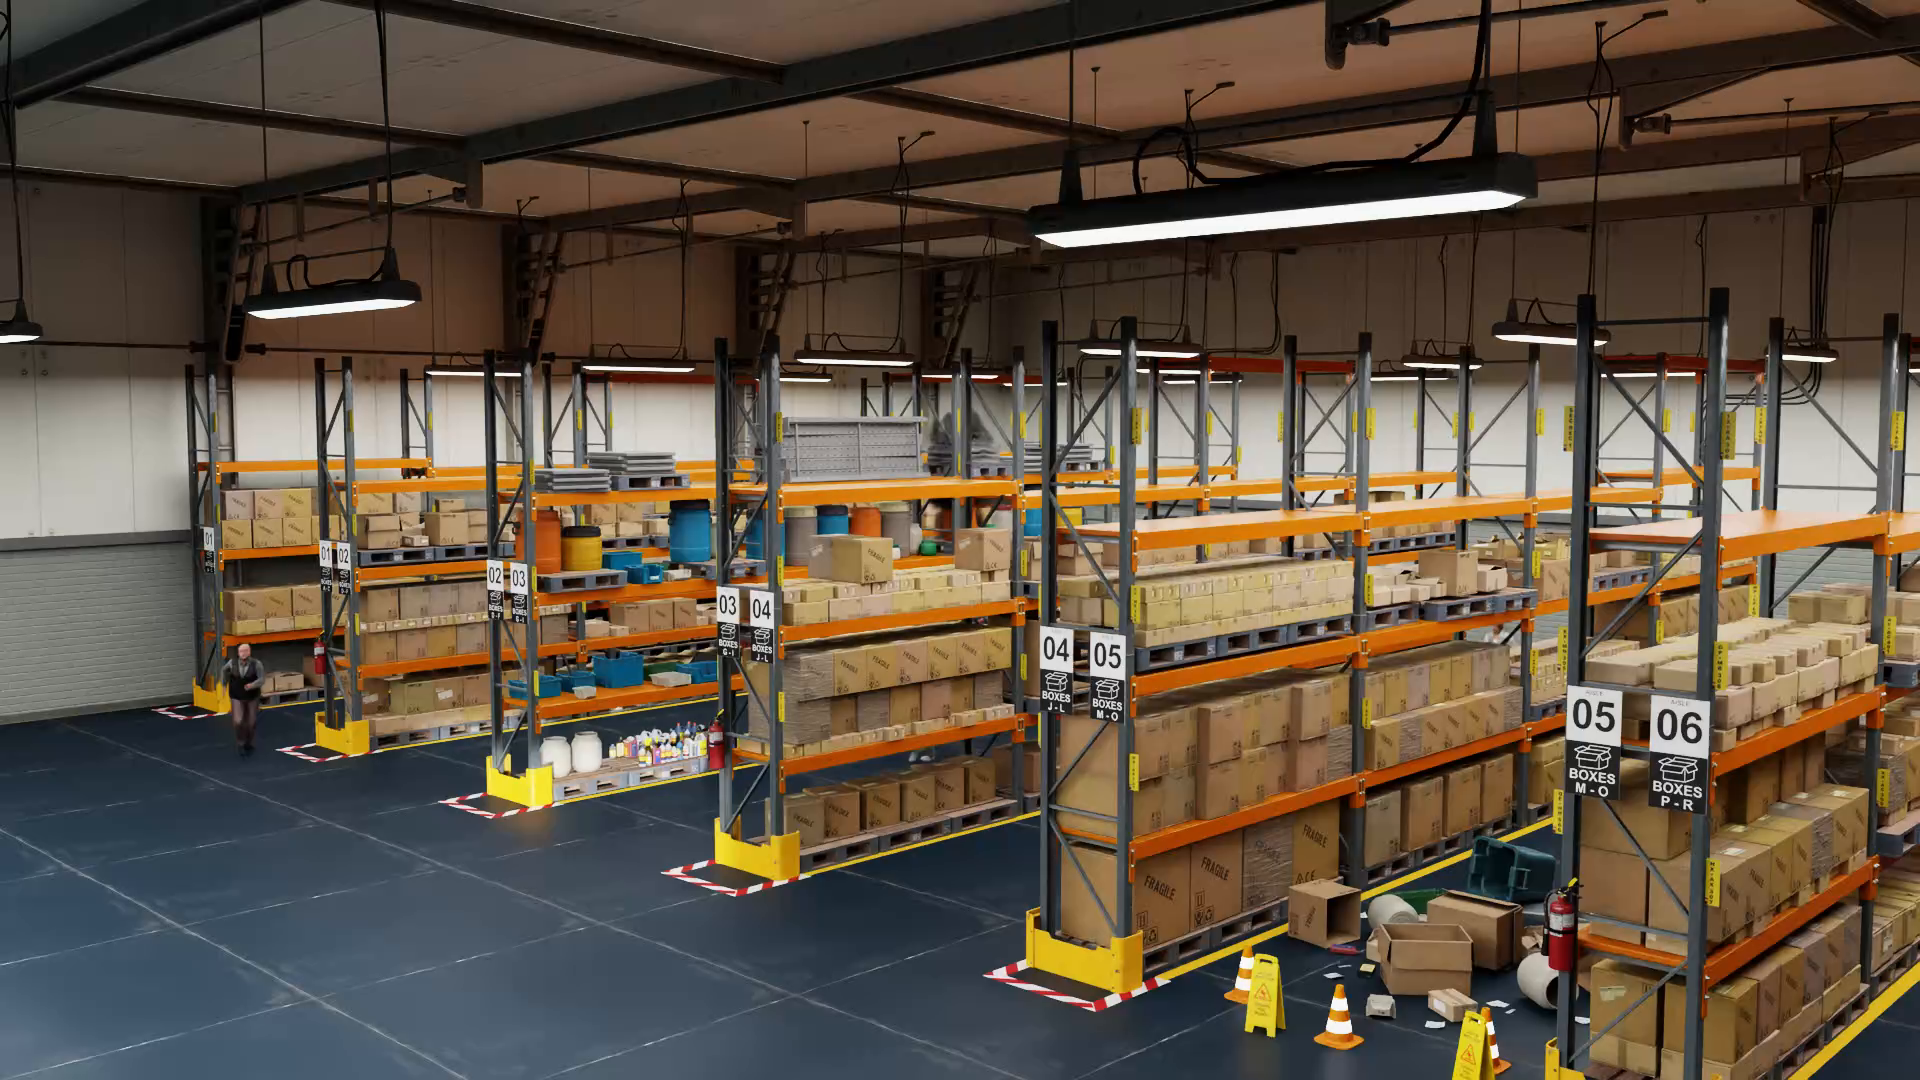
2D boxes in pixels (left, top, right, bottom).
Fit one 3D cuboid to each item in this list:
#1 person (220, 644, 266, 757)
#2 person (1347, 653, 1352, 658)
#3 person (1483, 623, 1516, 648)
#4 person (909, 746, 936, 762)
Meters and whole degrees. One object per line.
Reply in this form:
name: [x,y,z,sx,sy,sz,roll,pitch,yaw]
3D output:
person: [-10.786,2.417,25.037,0.631,1.733,0.844,-2,5,-22]
person: [5.989,2.391,24.870,0.733,1.704,0.696,-2,5,-25]
person: [9.247,2.156,28.613,0.529,1.626,0.824,3,5,36]
person: [-0.593,2.533,24.407,0.570,1.522,0.855,3,5,35]
